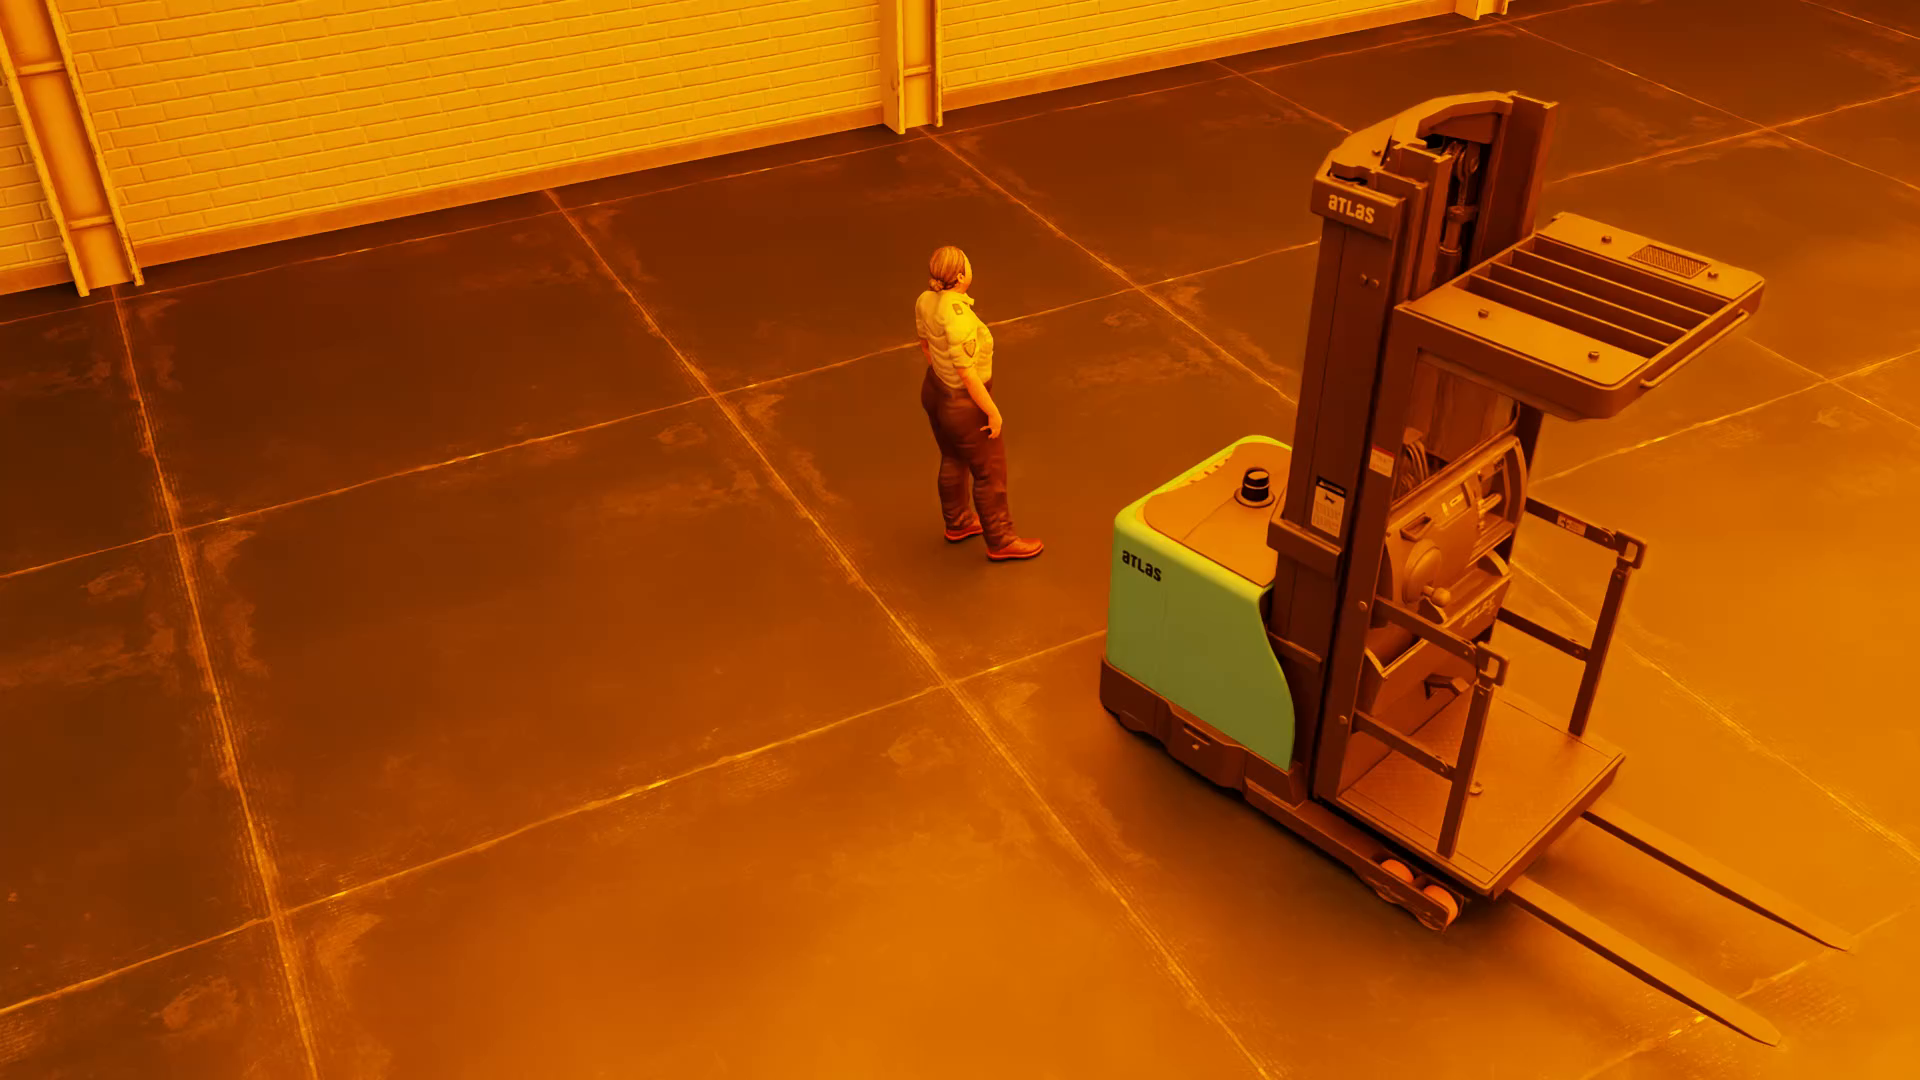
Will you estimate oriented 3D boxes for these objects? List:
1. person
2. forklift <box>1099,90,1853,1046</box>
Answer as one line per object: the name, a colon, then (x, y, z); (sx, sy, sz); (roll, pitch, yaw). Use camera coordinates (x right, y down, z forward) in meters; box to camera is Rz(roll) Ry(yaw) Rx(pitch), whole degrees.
person: (0.090, -0.692, 8.200); (0.503, 1.651, 0.598); (-17, 39, -23)
forklift: (2.019, -0.014, 6.143); (1.130, 2.935, 3.031); (-29, 45, -35)
